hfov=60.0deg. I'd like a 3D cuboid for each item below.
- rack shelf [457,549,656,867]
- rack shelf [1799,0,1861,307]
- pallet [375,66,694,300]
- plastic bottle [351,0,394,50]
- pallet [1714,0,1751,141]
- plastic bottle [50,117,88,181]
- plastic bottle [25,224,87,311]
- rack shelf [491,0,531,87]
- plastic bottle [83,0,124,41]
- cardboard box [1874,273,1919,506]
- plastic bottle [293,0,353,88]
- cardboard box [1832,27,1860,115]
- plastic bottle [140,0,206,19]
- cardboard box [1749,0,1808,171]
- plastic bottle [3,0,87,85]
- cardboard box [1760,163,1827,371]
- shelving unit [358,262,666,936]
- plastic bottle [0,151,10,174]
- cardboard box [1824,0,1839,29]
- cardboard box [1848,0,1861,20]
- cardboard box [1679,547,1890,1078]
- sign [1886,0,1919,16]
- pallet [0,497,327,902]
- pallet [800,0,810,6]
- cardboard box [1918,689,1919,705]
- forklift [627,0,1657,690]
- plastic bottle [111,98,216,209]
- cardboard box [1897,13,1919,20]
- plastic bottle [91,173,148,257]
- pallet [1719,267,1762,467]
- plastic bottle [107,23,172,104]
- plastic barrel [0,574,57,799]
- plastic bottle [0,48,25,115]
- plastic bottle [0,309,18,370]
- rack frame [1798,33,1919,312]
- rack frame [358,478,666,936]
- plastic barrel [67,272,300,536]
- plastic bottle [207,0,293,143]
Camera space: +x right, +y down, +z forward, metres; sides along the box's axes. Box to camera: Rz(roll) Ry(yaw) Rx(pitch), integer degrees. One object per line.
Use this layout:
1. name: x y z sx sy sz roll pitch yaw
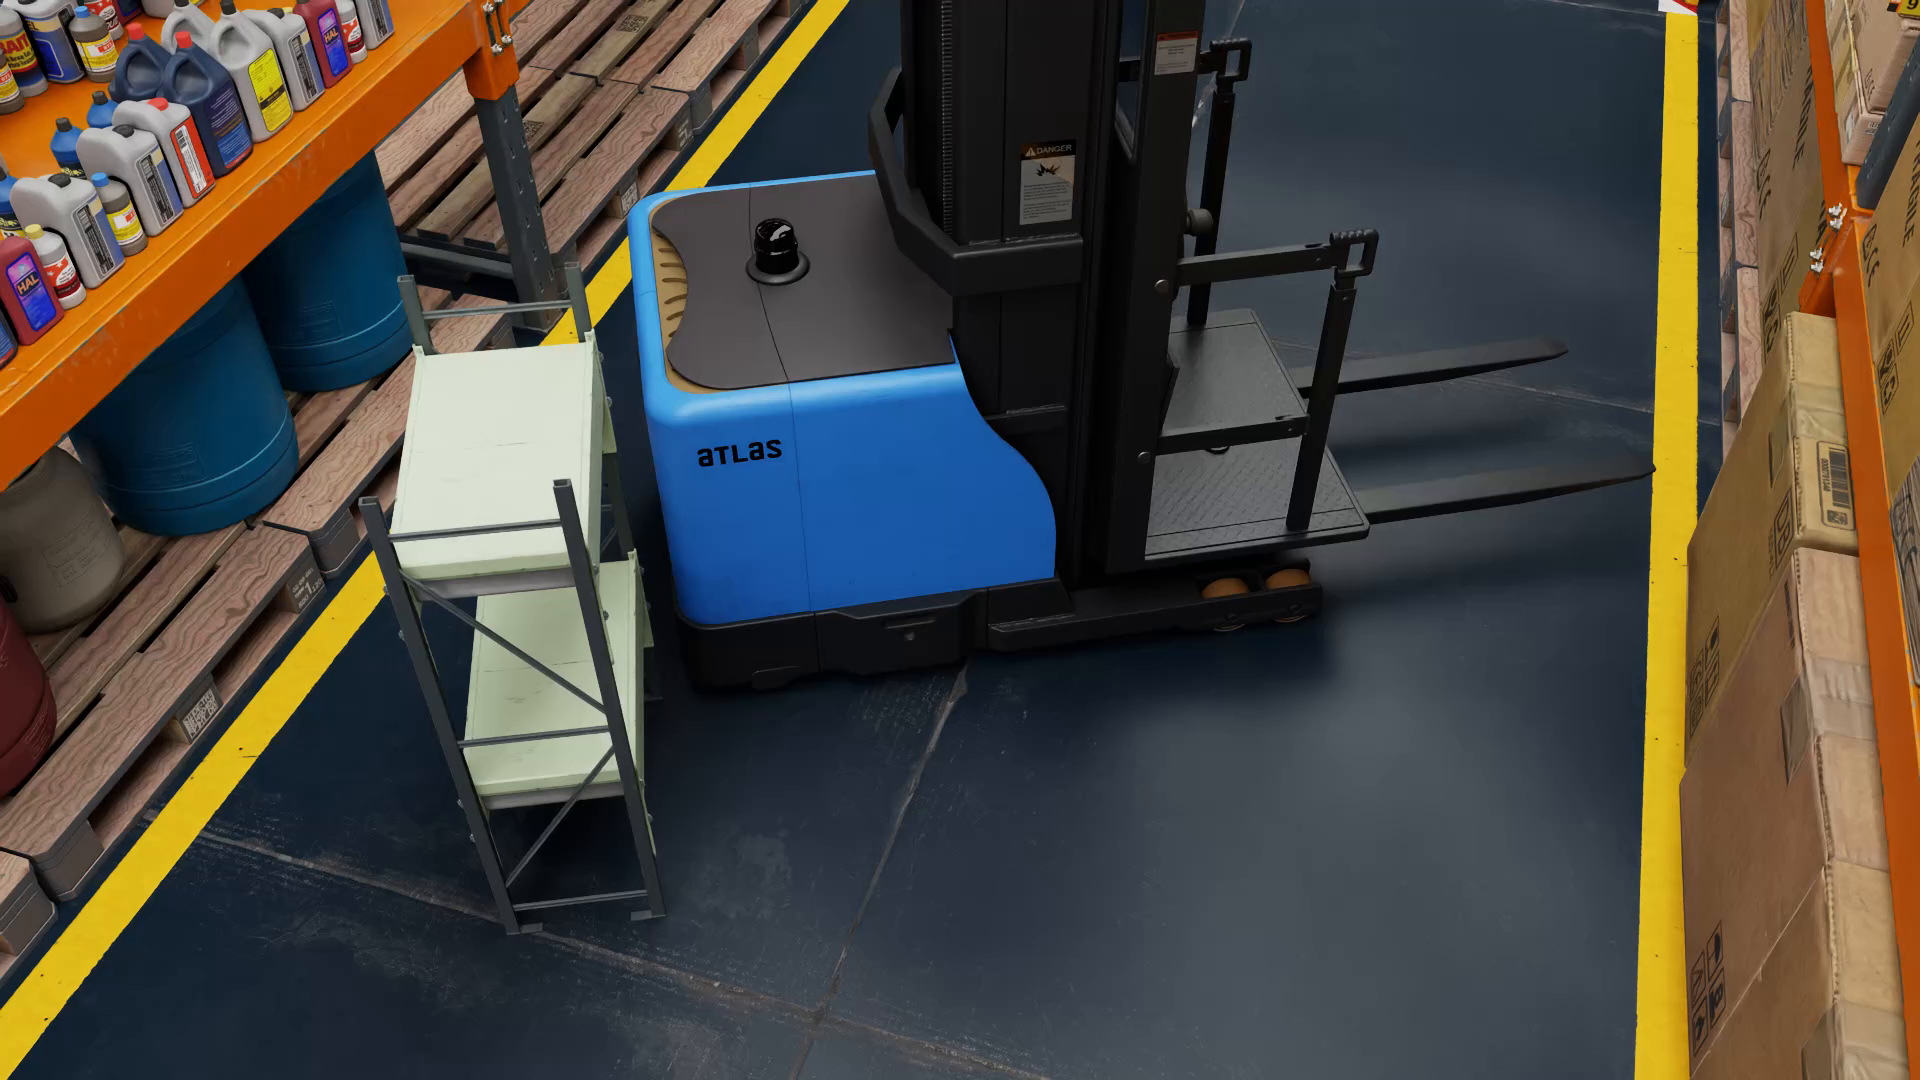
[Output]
1. rack shelf: -1.003 0.422 4.212 0.431 0.370 0.720 -6 45 -6
2. rack shelf: 3.380 -1.984 5.647 1.077 0.370 4.000 13 46 13
3. pallet: -1.761 -1.459 6.590 1.003 0.211 1.213 13 46 13
4. plastic bottle: -1.758 -1.581 4.810 0.152 0.276 0.135 13 46 13
5. pallet: 3.818 -2.028 7.171 1.003 0.211 1.213 13 46 13
6. plastic bottle: -2.186 -0.924 4.142 0.097 0.271 0.097 0 44 0
7. plastic bottle: -2.141 -0.648 3.909 0.097 0.201 0.097 0 44 0
8. rack shelf: -1.341 -3.033 6.719 1.077 0.370 4.000 13 46 13
9. plastic bottle: -2.522 -1.562 4.844 0.097 0.201 0.097 0 44 0
10. cardboard box: 2.245 -0.355 3.396 0.500 0.500 0.500 13 46 13
11. plastic bottle: -1.784 -1.420 4.640 0.061 0.283 0.133 13 46 13
12. cardboard box: 2.632 -1.263 4.575 0.380 0.149 0.250 13 46 13
13. plastic bottle: -2.374 -1.746 4.925 0.144 0.351 0.185 13 46 13
14. cardboard box: 3.592 -1.915 6.281 0.875 0.875 0.875 13 46 13
15. plastic bottle: -2.560 -1.441 4.666 0.152 0.276 0.135 13 46 13
16. cardboard box: 3.050 -0.722 5.062 0.875 0.875 0.875 13 46 13
17. shelving unit: -1.003 0.189 3.984 0.431 1.500 0.755 -6 45 -6
18. plastic bottle: -2.585 -1.035 4.252 0.152 0.276 0.135 13 46 13
19. cardboard box: 2.788 -1.605 4.925 0.380 0.149 0.250 13 46 13
20. cardboard box: 2.812 -1.656 4.692 0.500 0.250 0.500 14 46 14
21. cardboard box: 2.330 0.728 3.580 1.225 0.875 0.875 11 45 11
22. sign: 2.245 -1.362 3.822 0.100 0.325 0.005 13 46 13
23. pallet: -2.587 0.361 4.730 1.003 0.211 1.213 13 46 13
24. pallet: -1.022 -3.085 8.252 1.003 0.211 1.213 13 46 13
25. cardboard box: 1.942 0.324 2.702 0.500 0.500 0.500 13 46 13
26. forklift: 0.612 -1.131 4.310 3.031 2.935 1.130 -8 45 -8
27. plastic bottle: -2.021 -1.002 4.218 0.152 0.276 0.135 13 46 13
28. cardboard box: 2.658 -1.592 4.090 0.500 0.500 0.500 14 46 14
29. plastic bottle: -2.071 -0.802 4.067 0.097 0.201 0.097 0 44 0
30. pallet: 3.079 -0.401 5.509 1.003 0.211 1.213 13 46 13
31. plastic bottle: -2.106 -1.165 4.331 0.144 0.351 0.185 13 46 13
32. plastic barrel: -2.684 0.339 4.183 0.600 0.588 0.708 13 46 13
33. plastic bottle: -2.651 -1.278 4.553 0.097 0.201 0.097 0 44 0
34. plastic bottle: -2.246 -0.523 3.675 0.144 0.351 0.185 13 46 13
35. rack frame: 2.774 -0.908 4.033 1.000 3.000 0.127 13 46 13
36. rack frame: -0.952 0.443 3.725 0.400 1.500 0.023 -6 45 -6
37. plastic barrel: -2.342 -0.526 4.843 0.600 0.901 0.708 13 46 13
38. plastic bottle: -1.913 -1.257 4.425 0.144 0.351 0.185 13 46 13
